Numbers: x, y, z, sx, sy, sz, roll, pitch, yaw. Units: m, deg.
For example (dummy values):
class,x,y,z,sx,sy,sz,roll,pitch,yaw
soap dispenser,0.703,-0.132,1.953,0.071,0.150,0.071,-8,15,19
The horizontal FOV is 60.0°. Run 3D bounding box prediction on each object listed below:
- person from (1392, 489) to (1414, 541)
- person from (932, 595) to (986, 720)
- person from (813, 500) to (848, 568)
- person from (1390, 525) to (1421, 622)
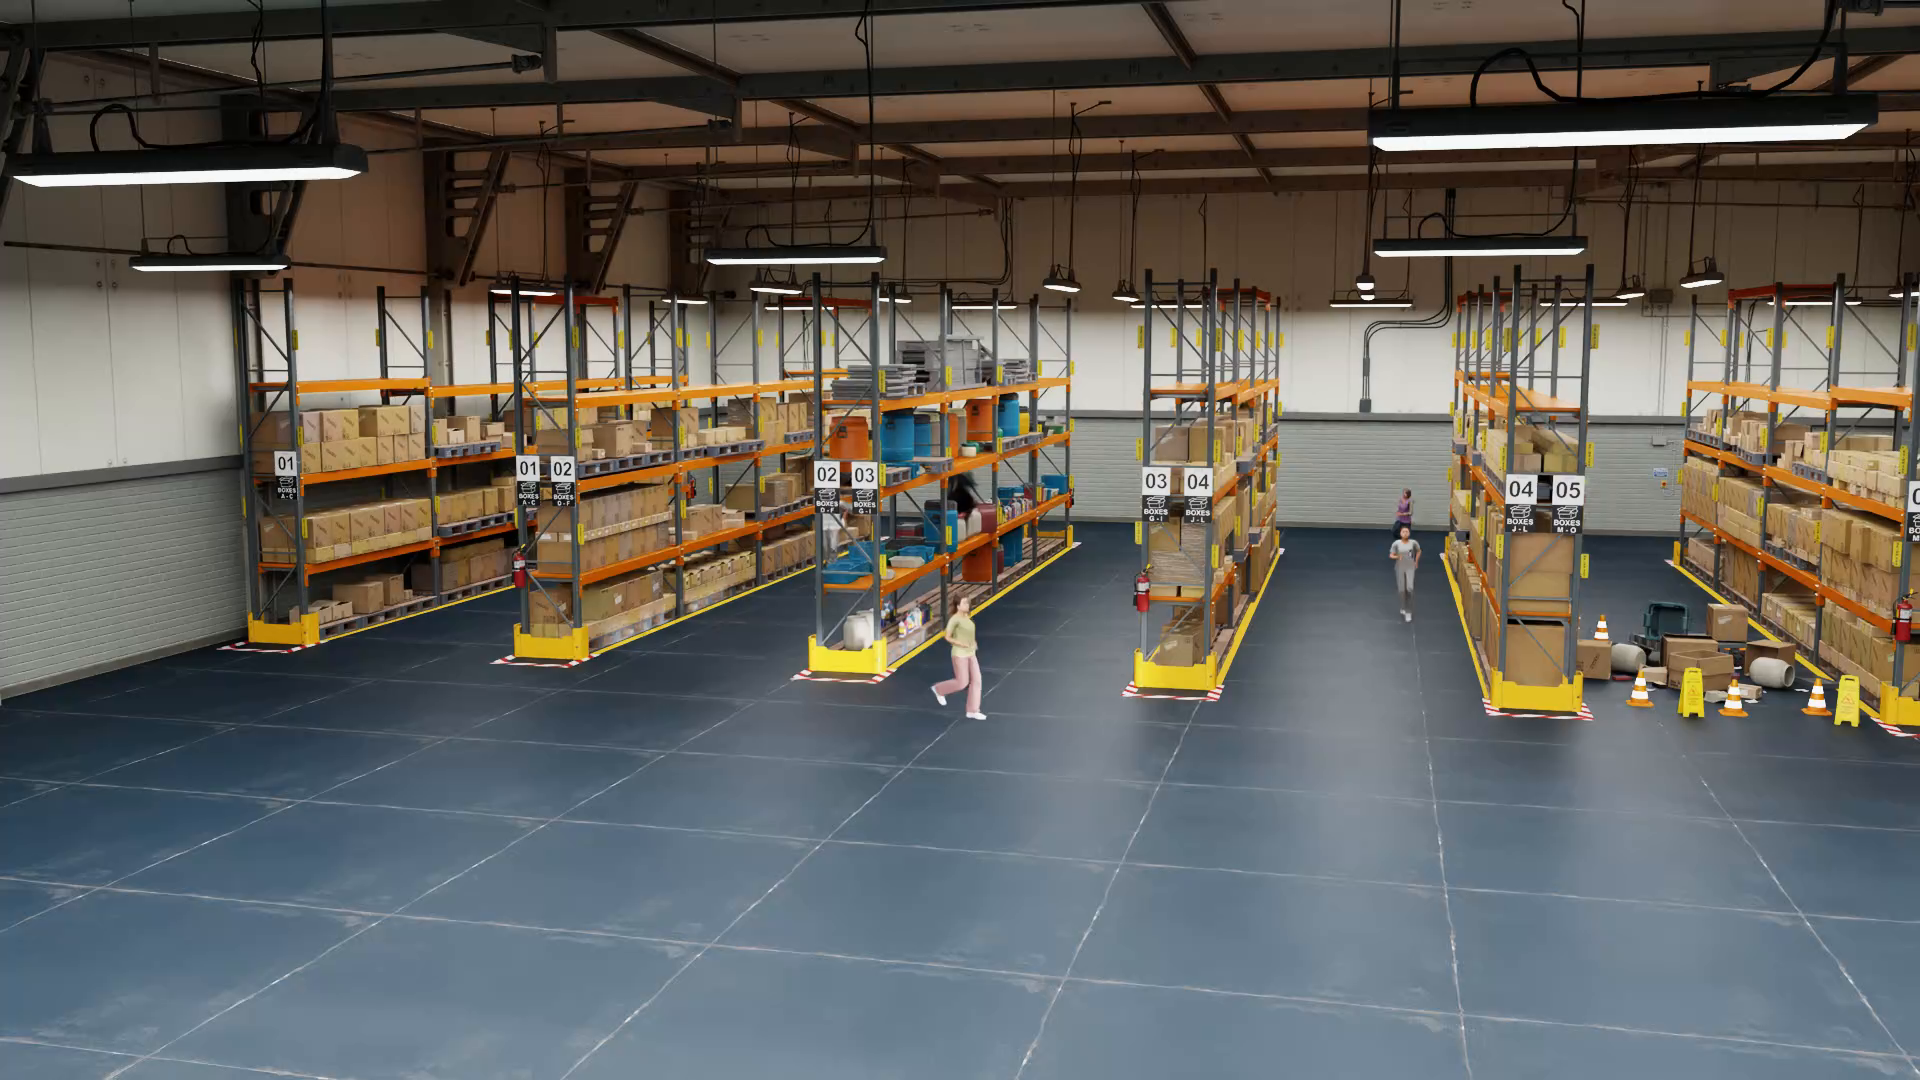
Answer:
class,x,y,z,sx,sy,sz,roll,pitch,yaw
person,10.406,-0.421,38.855,0.603,1.560,0.537,-5,9,-37
person,0.016,1.539,22.134,0.841,1.647,0.578,5,8,35
person,-2.605,-0.142,33.290,0.654,1.892,0.711,1,7,4
person,8.016,0.592,29.971,0.546,1.725,0.759,2,7,16
